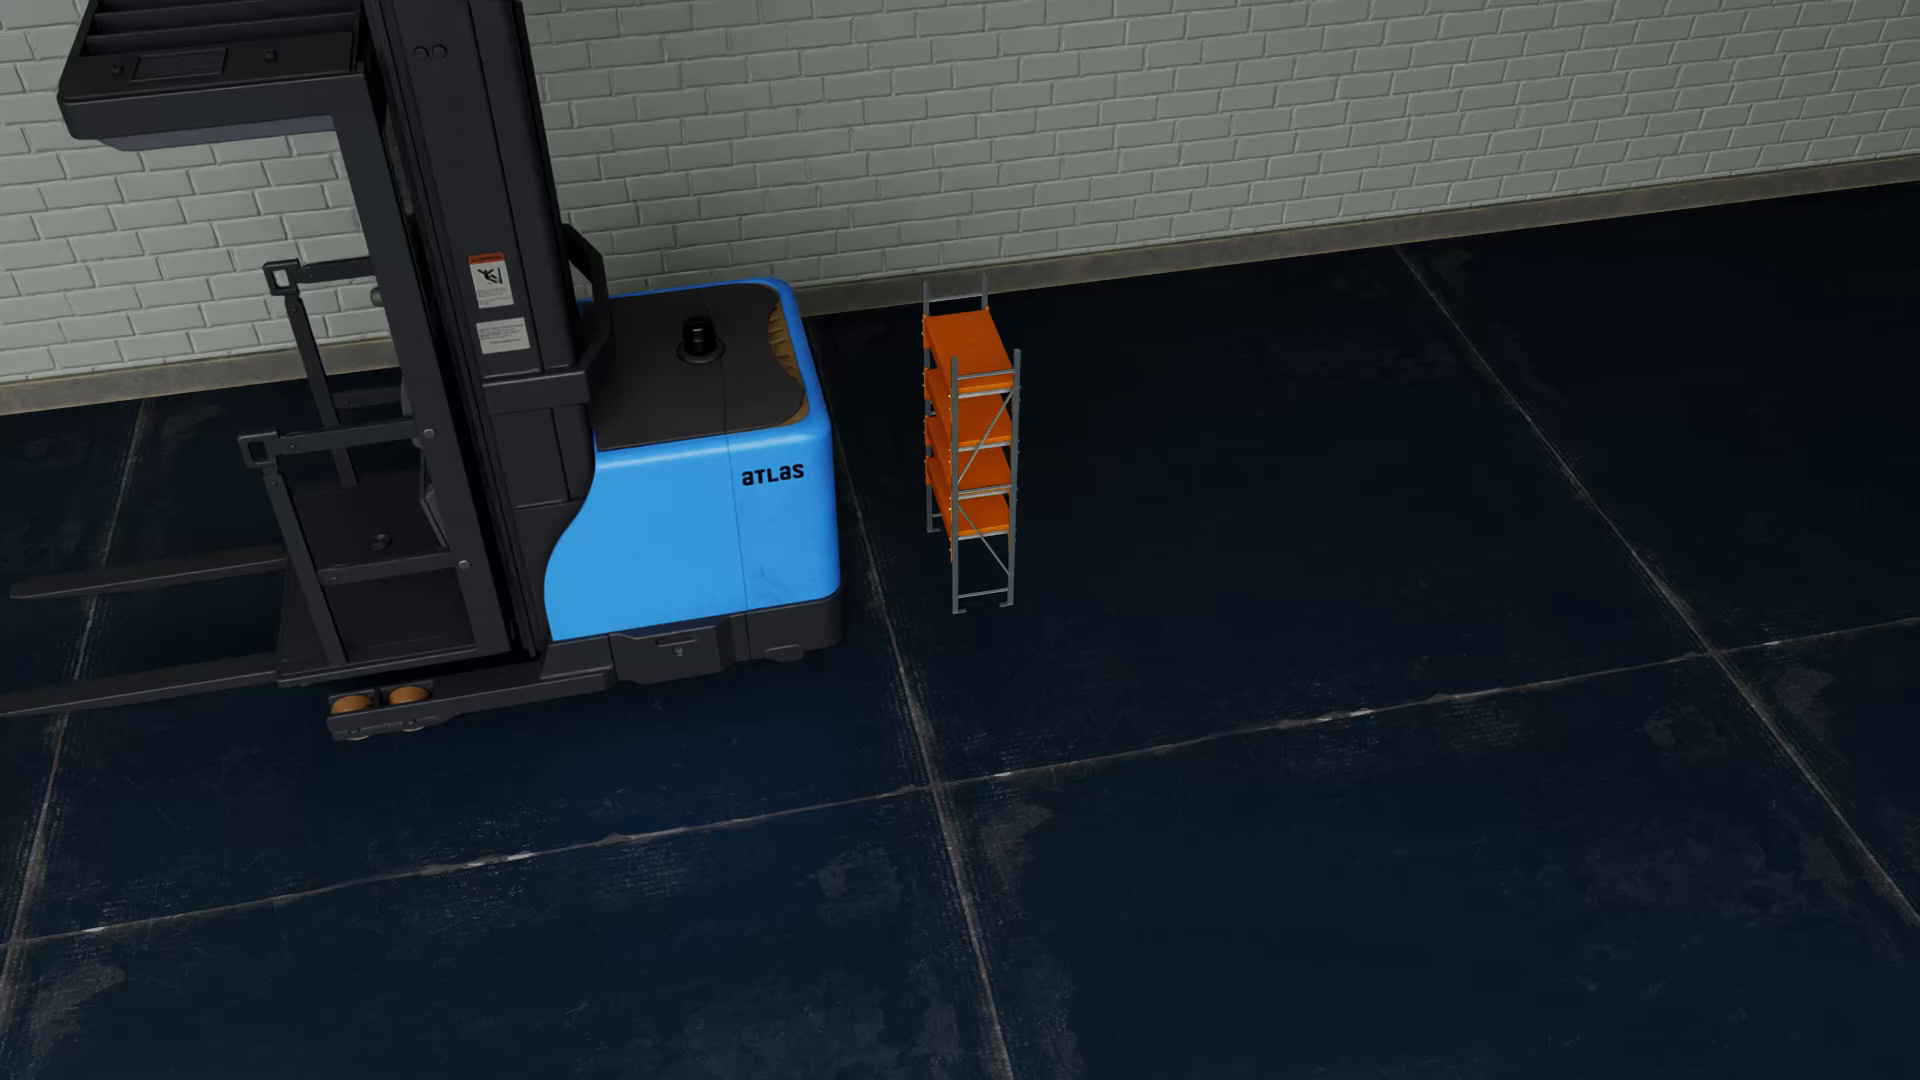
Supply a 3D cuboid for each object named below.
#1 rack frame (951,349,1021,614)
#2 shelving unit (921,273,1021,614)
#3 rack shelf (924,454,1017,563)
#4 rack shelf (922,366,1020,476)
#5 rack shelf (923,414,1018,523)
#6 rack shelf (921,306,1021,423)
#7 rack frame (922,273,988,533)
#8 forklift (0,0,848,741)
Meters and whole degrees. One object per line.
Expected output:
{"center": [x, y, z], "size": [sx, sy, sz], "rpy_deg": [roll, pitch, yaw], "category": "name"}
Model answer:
{"center": [0.088, -0.183, 6.053], "size": [0.240, 1.200, 0.015], "rpy_deg": [-8, 42, -9], "category": "rack frame"}
{"center": [0.036, -0.341, 6.231], "size": [0.258, 1.200, 0.503], "rpy_deg": [-8, 42, -9], "category": "shelving unit"}
{"center": [0.036, -0.143, 6.407], "size": [0.258, 0.148, 0.480], "rpy_deg": [-8, 42, -9], "category": "rack shelf"}
{"center": [0.036, -0.458, 6.127], "size": [0.258, 0.148, 0.480], "rpy_deg": [-8, 42, -9], "category": "rack shelf"}
{"center": [0.036, -0.291, 6.275], "size": [0.258, 0.148, 0.480], "rpy_deg": [-8, 42, -9], "category": "rack shelf"}
{"center": [0.036, -0.635, 5.970], "size": [0.258, 0.148, 0.480], "rpy_deg": [-8, 42, -9], "category": "rack shelf"}
{"center": [-0.017, -0.500, 6.409], "size": [0.240, 1.200, 0.015], "rpy_deg": [-8, 42, -9], "category": "rack frame"}
{"center": [-1.996, -0.768, 5.407], "size": [3.031, 2.935, 1.130], "rpy_deg": [-9, 42, -10], "category": "forklift"}
